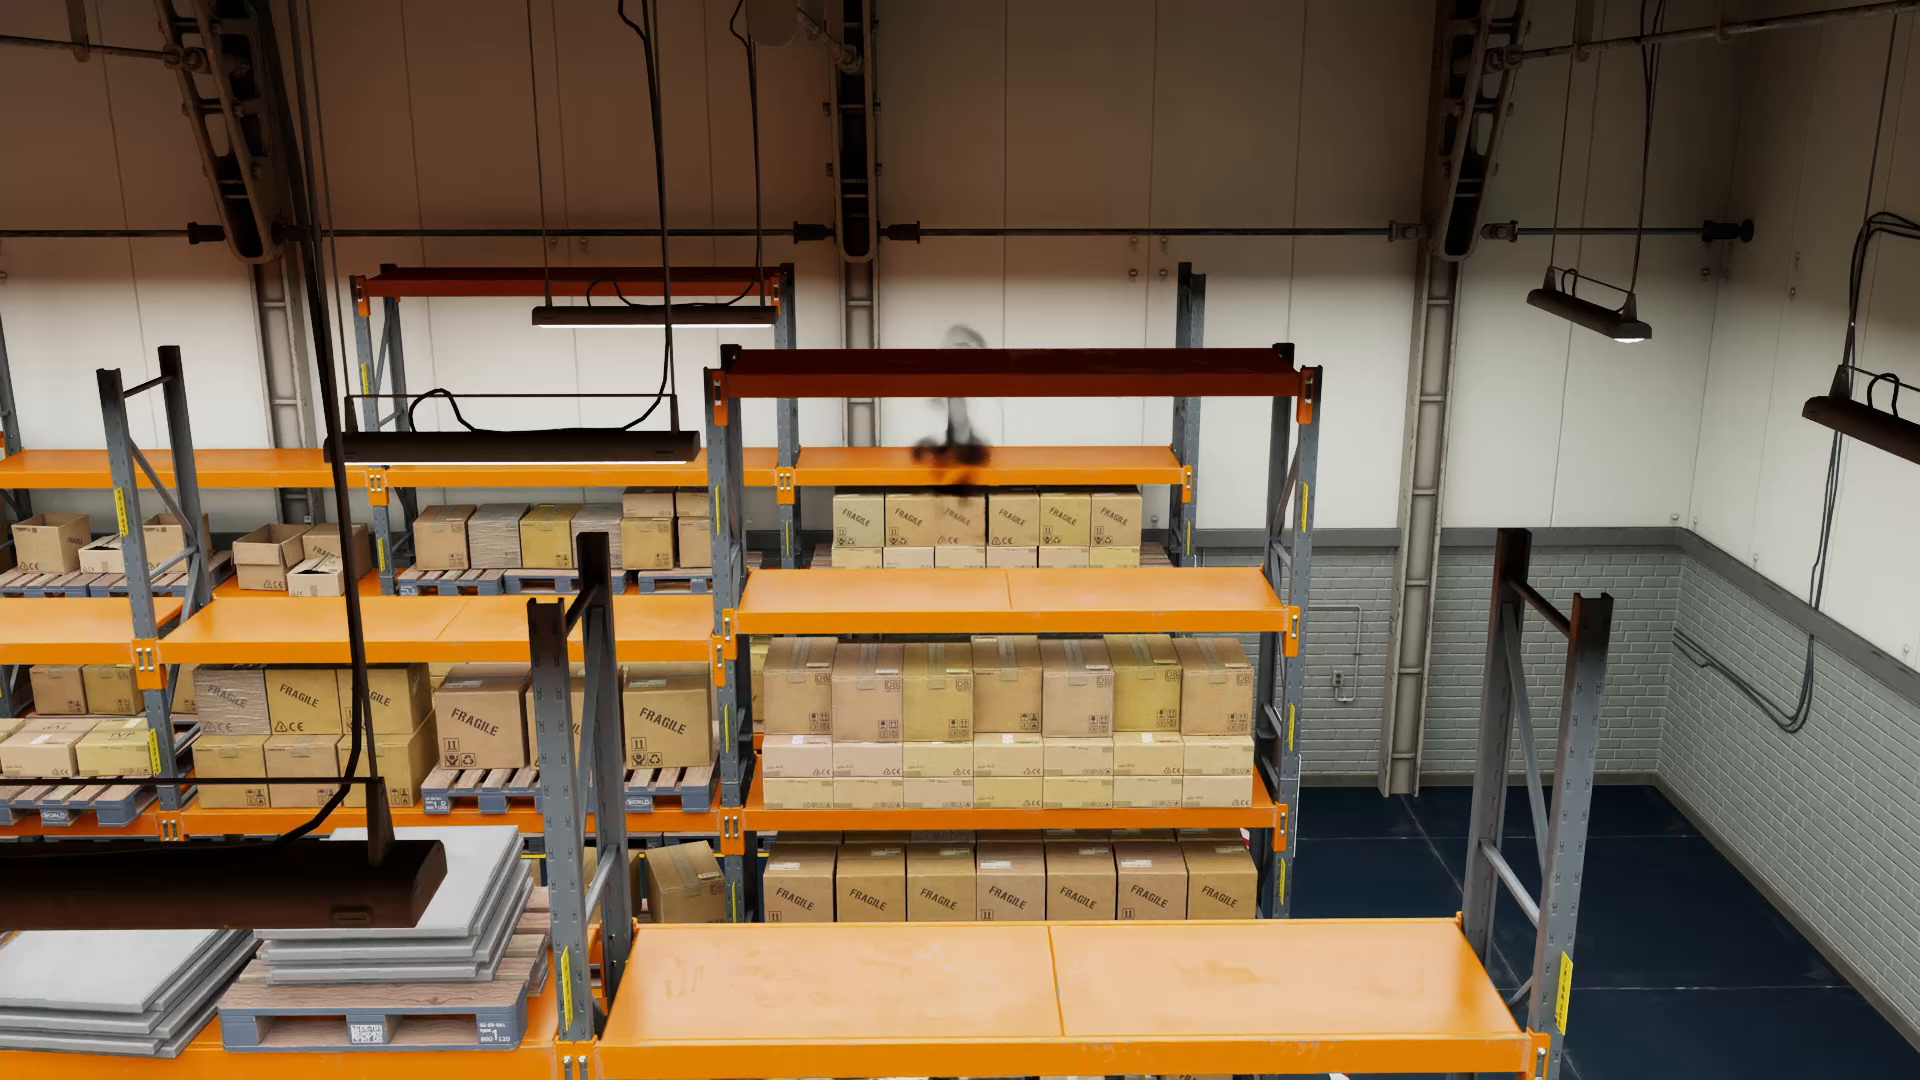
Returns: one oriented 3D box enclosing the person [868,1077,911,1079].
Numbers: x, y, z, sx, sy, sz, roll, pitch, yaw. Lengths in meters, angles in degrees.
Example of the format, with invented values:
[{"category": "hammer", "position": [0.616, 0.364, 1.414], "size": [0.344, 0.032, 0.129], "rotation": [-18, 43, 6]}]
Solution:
[{"category": "person", "position": [-0.431, 4.223, 10.965], "size": [0.625, 1.746, 0.655], "rotation": [-4, 17, -13]}]
